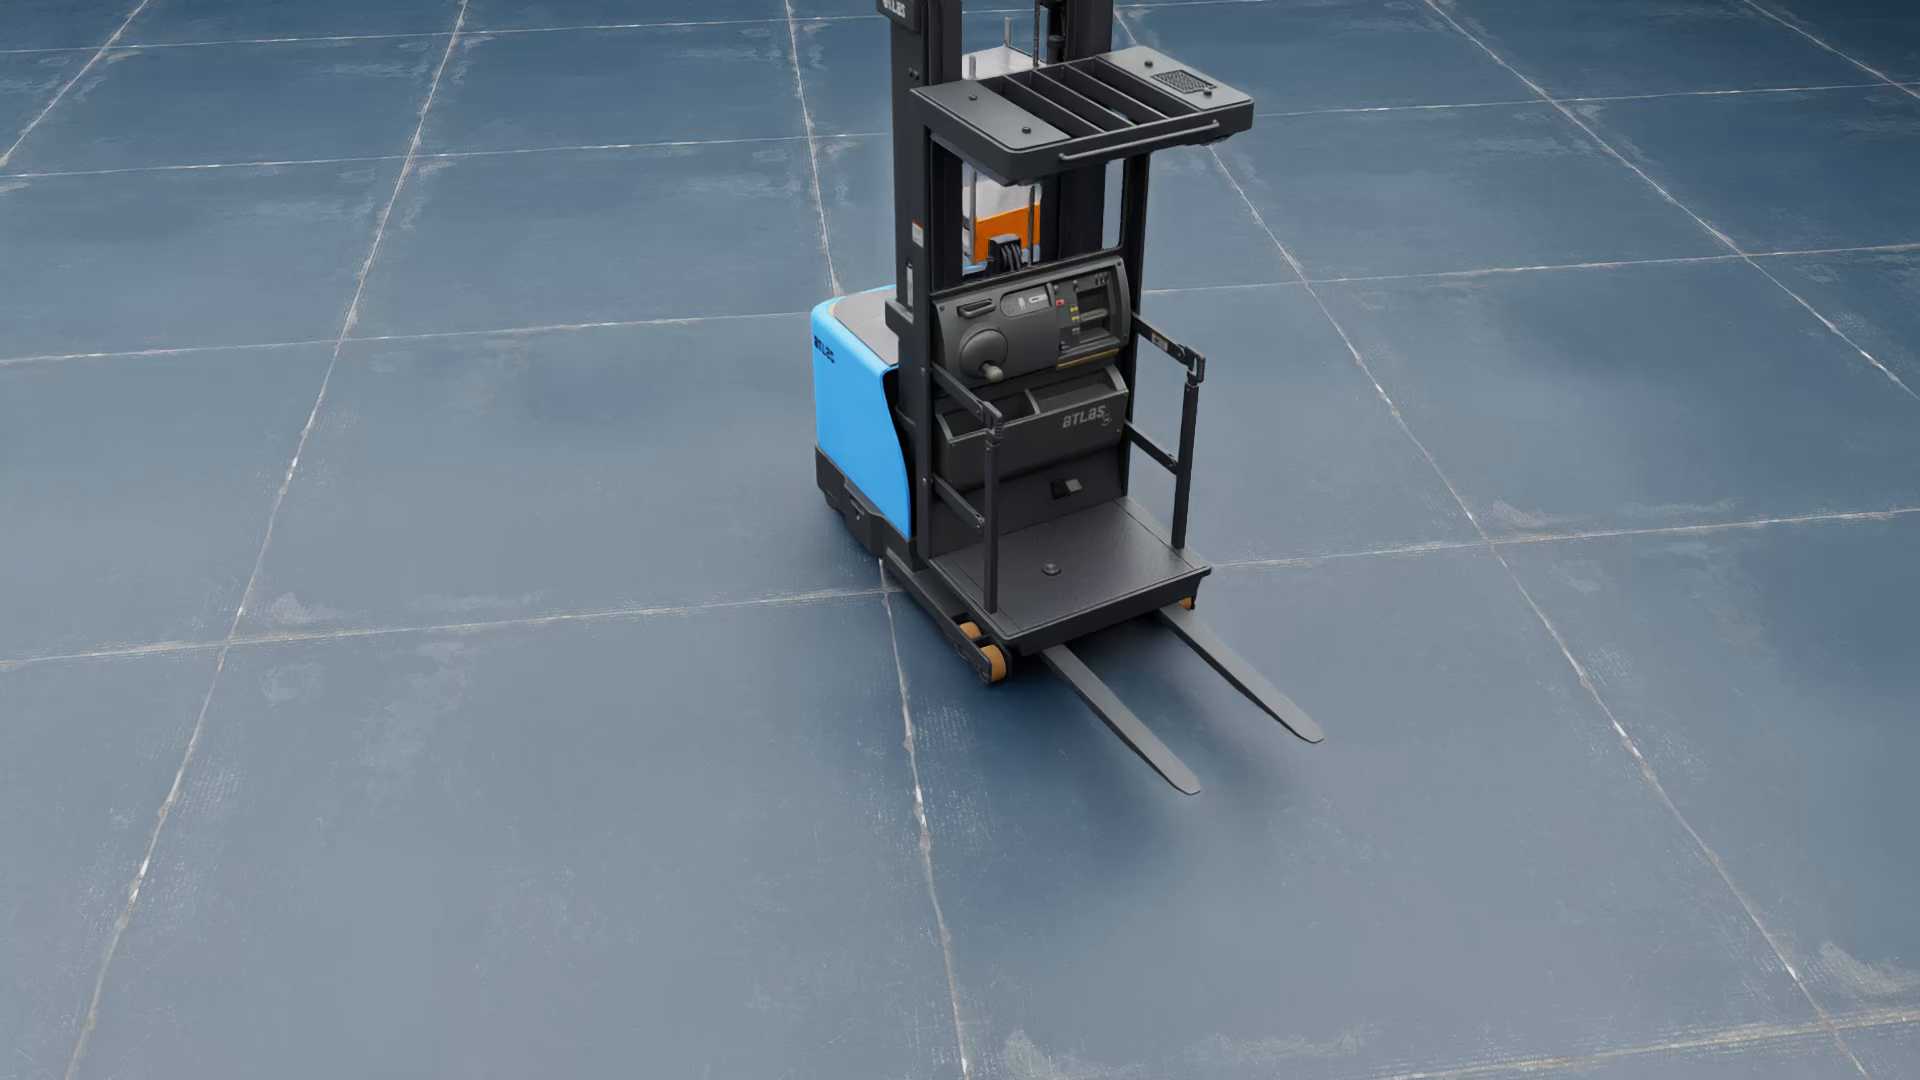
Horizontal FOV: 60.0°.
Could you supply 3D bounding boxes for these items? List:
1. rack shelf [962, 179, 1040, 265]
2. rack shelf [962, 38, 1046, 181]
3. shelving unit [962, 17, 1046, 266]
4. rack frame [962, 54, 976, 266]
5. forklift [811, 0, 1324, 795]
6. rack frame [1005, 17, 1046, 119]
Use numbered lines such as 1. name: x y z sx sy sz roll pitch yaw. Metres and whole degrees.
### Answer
1. rack shelf: 0.151 -1.584 8.735 0.480 0.518 0.431 -22 40 -29
2. rack shelf: 0.151 -2.163 8.340 0.480 0.518 0.431 -22 40 -29
3. shelving unit: 0.151 -1.596 8.727 0.503 2.100 0.431 -22 40 -29
4. rack frame: -0.047 -1.516 8.610 0.015 2.100 0.400 -22 40 -29
5. forklift: 0.429 -0.877 6.935 1.130 2.935 3.031 -18 38 -24
6. rack frame: 0.350 -1.675 8.844 0.015 2.100 0.400 -22 40 -29
